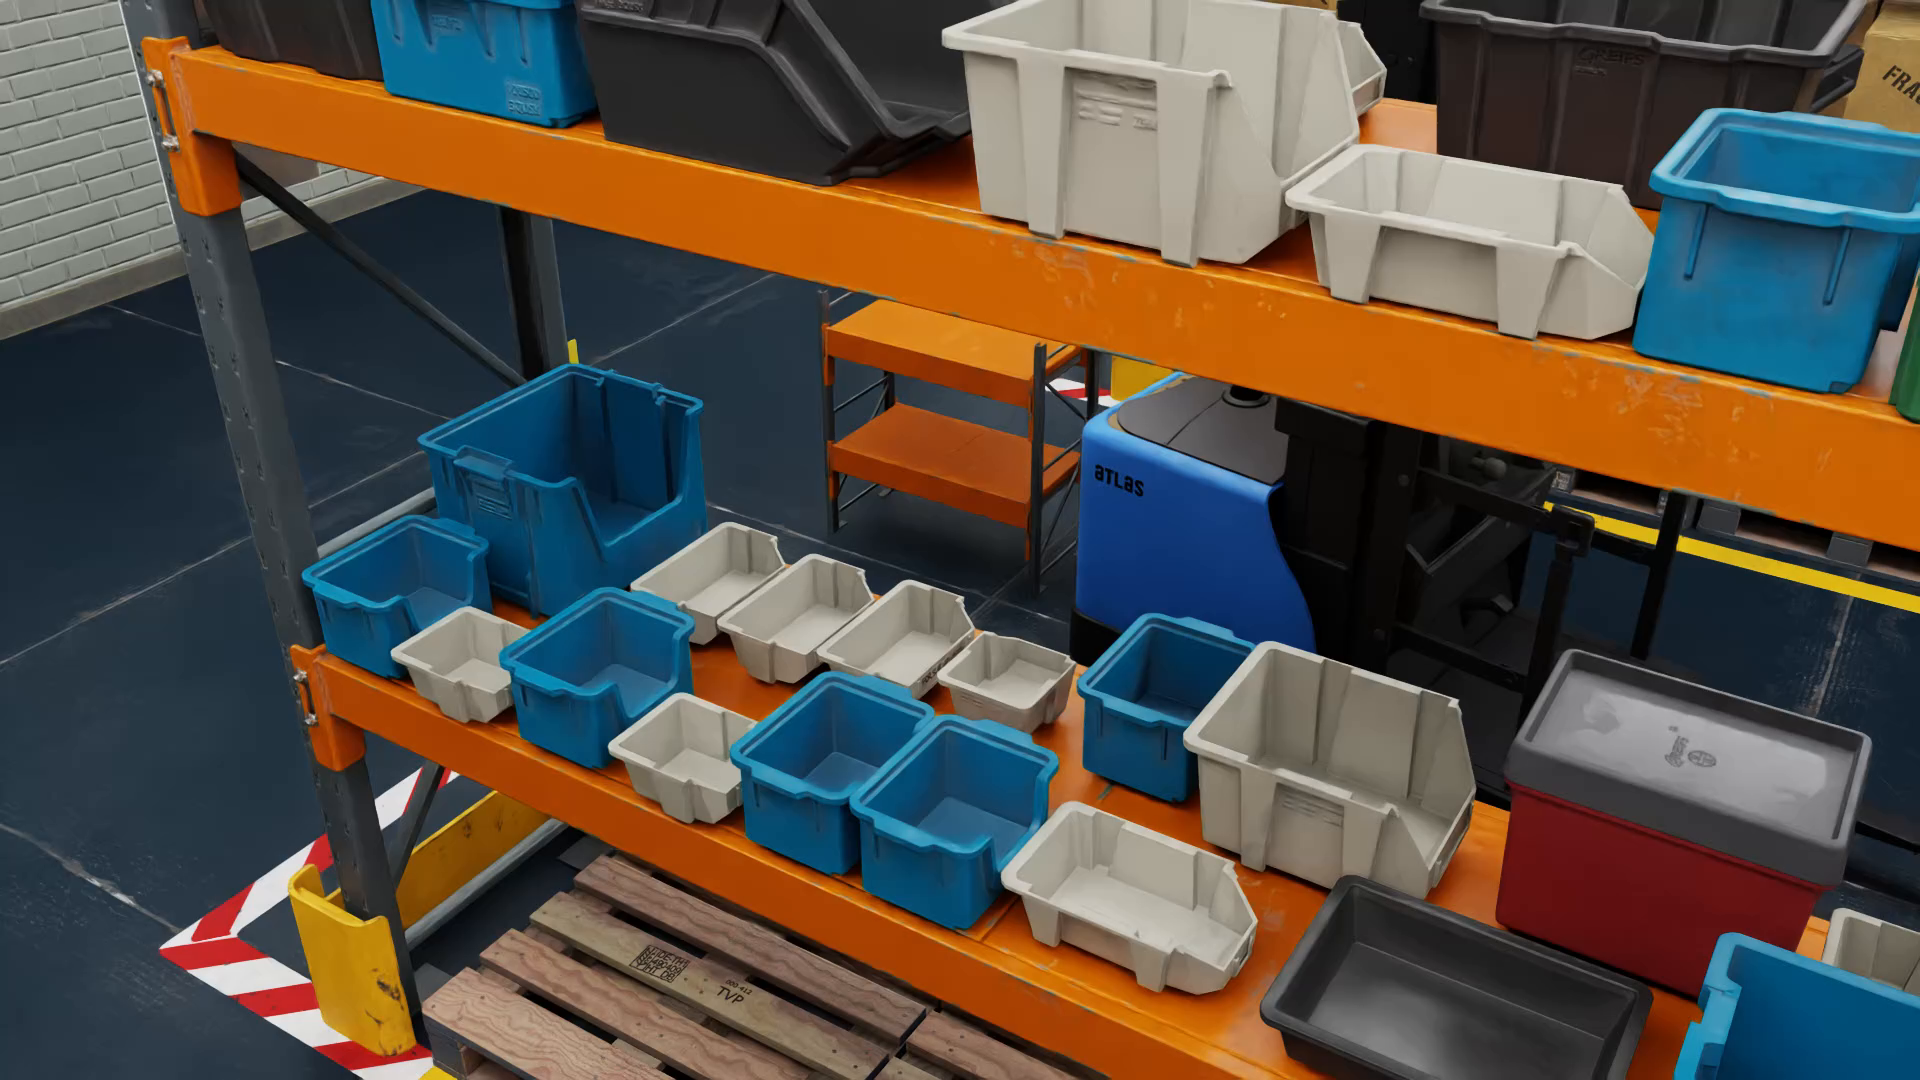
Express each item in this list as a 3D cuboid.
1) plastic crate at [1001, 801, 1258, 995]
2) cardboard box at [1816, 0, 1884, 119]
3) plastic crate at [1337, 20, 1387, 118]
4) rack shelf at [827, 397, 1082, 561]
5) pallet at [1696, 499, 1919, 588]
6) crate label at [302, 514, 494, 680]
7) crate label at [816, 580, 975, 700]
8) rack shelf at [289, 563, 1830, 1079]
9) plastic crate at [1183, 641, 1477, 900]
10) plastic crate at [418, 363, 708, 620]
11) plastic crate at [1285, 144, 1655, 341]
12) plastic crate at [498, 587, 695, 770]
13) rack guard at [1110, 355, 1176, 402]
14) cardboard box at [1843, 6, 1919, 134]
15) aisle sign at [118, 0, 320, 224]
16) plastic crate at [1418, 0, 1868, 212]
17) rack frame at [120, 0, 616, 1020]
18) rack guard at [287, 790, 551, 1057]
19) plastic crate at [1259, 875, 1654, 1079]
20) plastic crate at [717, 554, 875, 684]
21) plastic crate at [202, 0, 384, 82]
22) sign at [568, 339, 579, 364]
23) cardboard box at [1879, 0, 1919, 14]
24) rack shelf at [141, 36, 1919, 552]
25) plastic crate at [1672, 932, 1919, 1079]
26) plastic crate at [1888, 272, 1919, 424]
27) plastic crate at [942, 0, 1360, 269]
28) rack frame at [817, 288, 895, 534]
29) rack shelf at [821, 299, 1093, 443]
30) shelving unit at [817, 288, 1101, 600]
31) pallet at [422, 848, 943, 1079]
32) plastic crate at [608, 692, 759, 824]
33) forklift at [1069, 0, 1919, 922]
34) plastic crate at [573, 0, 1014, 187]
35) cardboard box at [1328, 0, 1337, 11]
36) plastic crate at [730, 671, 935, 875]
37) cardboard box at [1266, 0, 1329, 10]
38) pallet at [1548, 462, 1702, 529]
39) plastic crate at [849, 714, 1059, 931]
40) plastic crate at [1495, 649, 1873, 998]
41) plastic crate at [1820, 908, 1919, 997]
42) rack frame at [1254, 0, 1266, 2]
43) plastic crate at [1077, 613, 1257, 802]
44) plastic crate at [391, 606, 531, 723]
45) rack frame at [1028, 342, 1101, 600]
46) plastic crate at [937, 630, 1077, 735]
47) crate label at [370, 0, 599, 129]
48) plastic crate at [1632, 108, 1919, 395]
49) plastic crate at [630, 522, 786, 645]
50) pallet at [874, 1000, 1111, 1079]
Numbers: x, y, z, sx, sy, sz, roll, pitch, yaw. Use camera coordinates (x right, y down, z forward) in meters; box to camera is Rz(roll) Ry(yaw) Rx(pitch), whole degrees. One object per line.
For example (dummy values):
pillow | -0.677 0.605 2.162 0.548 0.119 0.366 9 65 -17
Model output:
plastic crate | 0.342 0.715 3.250 0.466 0.136 0.293 18 35 27
cardboard box | 3.484 -2.047 6.891 0.500 0.500 0.500 16 34 26
plastic crate | 0.471 -0.841 2.999 0.530 0.136 0.437 18 35 27
rack shelf | -0.006 -0.276 7.093 1.000 0.278 0.538 18 35 27
pallet | 4.007 -0.182 7.352 1.213 0.211 1.003 18 35 27
crate label | -1.377 0.146 4.129 0.303 0.233 0.416 18 35 27
crate label | -0.138 0.271 4.012 0.243 0.136 0.396 18 35 27
rack shelf | 0.282 0.740 3.719 4.000 0.370 1.077 18 35 27
plastic crate | 0.781 0.502 3.470 0.530 0.282 0.437 18 35 27
plastic crate | -1.029 -0.138 4.415 0.499 0.435 0.616 18 35 27
plastic crate | 0.697 -0.395 2.235 0.466 0.136 0.293 18 35 27
plastic crate | -0.820 0.323 3.827 0.300 0.233 0.416 18 35 27
rack guard | 1.201 -1.147 8.720 0.348 0.500 1.175 18 35 27
cardboard box | 3.656 -1.682 6.265 0.500 0.500 0.500 18 35 28
aisle sign | -1.630 -1.122 3.617 0.004 0.787 0.394 18 35 27
plastic crate | 1.070 -0.724 2.667 0.590 0.269 0.497 18 35 27
rack frame | -1.412 -0.107 4.456 0.127 3.000 1.000 18 35 27
rack guard | -1.439 0.972 5.088 0.348 0.500 1.175 18 35 27
plastic crate | 0.886 0.873 2.991 0.590 0.125 0.437 18 35 27
plastic crate | -0.387 0.206 4.122 0.243 0.136 0.396 18 35 27
plastic crate | -1.234 -1.124 3.352 0.590 0.269 0.497 18 35 27
sign | -1.133 -0.416 4.825 0.005 0.325 0.100 18 35 27
cardboard box | 3.927 -1.909 6.655 0.500 0.500 0.500 18 35 27
rack shelf | 0.282 -0.556 2.963 4.000 0.370 1.077 18 35 27
plastic crate | 1.400 0.966 2.573 0.575 0.384 0.392 18 35 27
plastic crate | 1.457 -0.224 1.890 0.662 0.188 0.450 18 35 27
plastic crate | 0.302 -0.626 2.487 0.530 0.282 0.437 18 35 27
rack frame | -0.436 -0.624 7.203 0.032 1.125 0.500 18 35 27
rack shelf | -0.006 -0.740 6.822 1.000 0.278 0.538 18 35 27
shelving unit | -0.006 -0.488 6.970 1.048 1.125 0.538 18 35 27
pallet | -0.734 1.335 4.752 1.213 0.211 1.003 18 35 27
plastic crate | -0.575 0.491 3.634 0.298 0.136 0.250 18 35 27
forklift | 1.856 -0.446 5.106 3.031 2.935 1.130 24 38 35
plastic crate | -0.264 -0.849 2.813 0.767 0.338 0.504 18 35 27
cardboard box | 1.908 -2.230 7.206 0.500 0.500 0.500 17 34 26
plastic crate | -0.262 0.499 3.524 0.300 0.233 0.416 18 35 27
cardboard box | 1.774 -2.590 7.822 0.500 0.500 0.500 18 35 28
pallet | 2.970 -0.508 7.911 1.213 0.211 1.003 18 35 27
plastic crate | -0.008 0.580 3.386 0.300 0.233 0.416 18 35 27
plastic crate | 1.353 0.565 3.182 0.583 0.464 0.402 18 35 27
plastic crate | 1.658 0.867 2.989 0.243 0.136 0.396 18 35 27
rack frame | 1.222 -2.221 8.080 0.127 3.000 1.000 18 35 27
plastic crate | 0.464 0.380 3.728 0.300 0.233 0.416 18 35 27
plastic crate | -1.150 0.309 3.945 0.298 0.136 0.250 18 35 27
rack frame | 0.425 -0.351 6.736 0.032 1.125 0.500 18 35 27
plastic crate | 0.123 0.342 3.889 0.250 0.136 0.298 18 35 27
crate label | -0.802 -0.953 3.078 0.502 0.251 0.408 18 35 27
plastic crate | 1.036 -0.366 2.090 0.300 0.233 0.416 18 35 27
plastic crate | -0.625 0.123 4.265 0.243 0.136 0.396 18 35 27
pallet | 0.295 1.663 4.191 1.213 0.211 1.003 18 35 27
